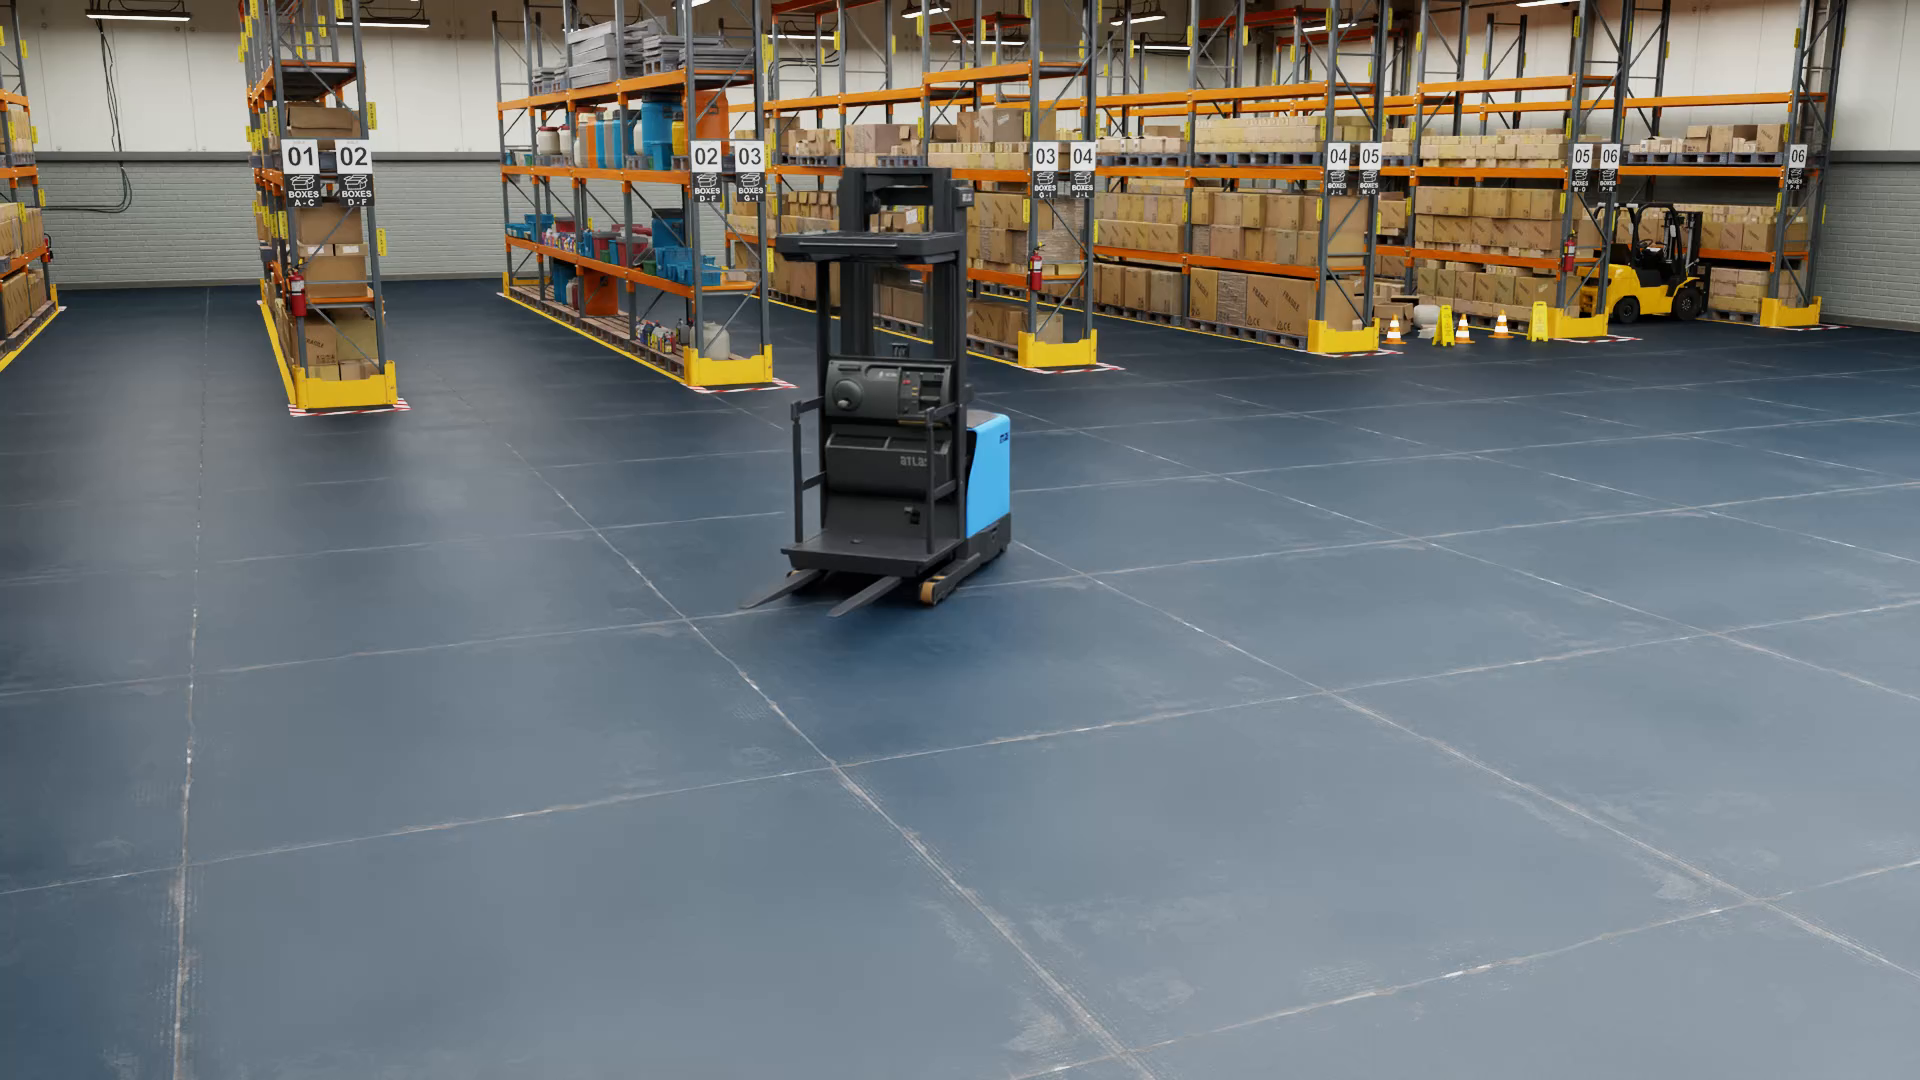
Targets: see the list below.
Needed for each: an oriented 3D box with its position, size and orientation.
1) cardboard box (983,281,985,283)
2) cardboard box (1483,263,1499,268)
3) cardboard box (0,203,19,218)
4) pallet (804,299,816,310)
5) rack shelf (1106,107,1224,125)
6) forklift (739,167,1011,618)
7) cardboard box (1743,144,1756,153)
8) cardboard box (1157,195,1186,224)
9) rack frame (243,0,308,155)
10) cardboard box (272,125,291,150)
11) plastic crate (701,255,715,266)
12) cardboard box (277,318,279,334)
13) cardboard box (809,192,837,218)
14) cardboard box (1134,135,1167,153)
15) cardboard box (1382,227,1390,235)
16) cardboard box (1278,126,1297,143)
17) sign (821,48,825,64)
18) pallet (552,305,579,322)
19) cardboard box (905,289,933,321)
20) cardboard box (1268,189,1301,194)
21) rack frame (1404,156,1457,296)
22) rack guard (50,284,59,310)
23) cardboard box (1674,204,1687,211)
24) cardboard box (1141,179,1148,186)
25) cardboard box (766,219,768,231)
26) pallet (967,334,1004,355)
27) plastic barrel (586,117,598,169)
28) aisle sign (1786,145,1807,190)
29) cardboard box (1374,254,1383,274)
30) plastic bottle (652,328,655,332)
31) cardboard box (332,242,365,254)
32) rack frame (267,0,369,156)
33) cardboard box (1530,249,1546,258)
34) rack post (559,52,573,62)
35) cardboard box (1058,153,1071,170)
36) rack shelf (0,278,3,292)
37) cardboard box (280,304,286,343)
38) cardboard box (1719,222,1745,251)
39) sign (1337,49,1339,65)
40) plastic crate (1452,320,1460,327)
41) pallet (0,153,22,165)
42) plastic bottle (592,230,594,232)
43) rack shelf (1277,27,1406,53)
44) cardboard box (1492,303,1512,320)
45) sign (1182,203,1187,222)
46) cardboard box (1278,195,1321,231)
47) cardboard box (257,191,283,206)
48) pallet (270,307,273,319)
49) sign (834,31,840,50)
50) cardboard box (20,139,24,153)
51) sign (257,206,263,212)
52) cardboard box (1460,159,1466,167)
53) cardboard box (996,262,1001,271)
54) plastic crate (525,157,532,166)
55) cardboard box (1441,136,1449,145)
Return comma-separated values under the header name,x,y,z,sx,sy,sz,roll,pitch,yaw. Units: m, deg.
name,x,y,z,sx,sy,sz,roll,pitch,yaw
cardboard box,0.749,-5.873,37.484,0.380,0.149,0.250,-5,14,-21
cardboard box,12.127,-5.954,36.779,0.875,0.625,0.625,-5,14,-21
cardboard box,-16.533,-5.672,28.635,0.500,0.250,0.500,-5,14,-22
pallet,-2.468,-4.755,33.447,1.003,0.211,1.213,-6,14,-23
rack shelf,4.940,-10.204,39.986,1.077,0.370,4.000,-6,14,-23
forklift,-0.578,-1.080,11.537,1.130,2.935,3.031,5,14,19
cardboard box,14.484,-7.120,30.232,0.380,0.149,0.250,-6,14,-25
cardboard box,4.039,-6.037,30.363,0.700,0.500,0.500,-6,14,-24
rack frame,-12.417,-8.547,30.344,1.000,3.000,0.127,-6,14,-23
cardboard box,-8.536,-5.165,21.339,0.500,0.311,0.500,-4,14,-16
plastic crate,-3.981,-4.142,24.944,0.499,0.251,0.616,-6,14,-23
cardboard box,-10.672,-3.425,26.682,0.500,0.250,0.500,-6,14,-25
cardboard box,-2.548,-6.655,33.026,0.797,0.503,0.637,-5,14,-21
cardboard box,3.547,-7.307,30.679,0.500,0.311,0.500,-6,14,-25
cardboard box,8.397,-5.981,32.184,0.380,0.149,0.250,-6,14,-25
cardboard box,5.401,-6.432,26.378,0.500,0.250,0.500,-6,14,-23
sign,-2.847,-9.987,34.315,0.100,0.325,0.005,-6,14,-23
pallet,-7.114,-4.297,31.469,1.003,0.211,1.213,-6,14,-23
cardboard box,-0.534,-4.092,28.964,0.700,0.500,0.500,-6,14,-23
cardboard box,6.897,-7.206,35.415,0.500,0.500,0.500,-6,14,-24
rack frame,8.946,-5.761,31.609,1.000,3.000,0.127,-6,14,-23
rack guard,-18.567,-4.790,32.958,1.175,0.500,0.348,-6,14,-23
cardboard box,13.937,-6.368,31.912,0.380,0.149,0.250,-6,14,-23
cardboard box,4.610,-8.670,40.298,0.380,0.149,0.250,-6,14,-24
cardboard box,-3.966,-6.765,35.619,0.500,0.250,0.500,-5,14,-21
pallet,0.660,-3.119,26.380,1.003,0.211,1.213,-6,14,-23
plastic barrel,-5.883,-6.591,27.591,0.600,0.830,0.708,-6,14,-23
aisle sign,14.852,-6.610,29.513,0.394,0.787,0.004,-6,14,-23
cardboard box,10.275,-6.729,40.406,0.500,0.500,0.500,-5,14,-21
plastic bottle,-4.561,-3.033,24.899,0.097,0.271,0.097,0,13,0
cardboard box,-7.678,-3.665,20.893,0.380,0.149,0.250,-6,14,-24
rack frame,-7.610,-6.068,19.632,1.000,3.000,0.127,-6,14,-23
cardboard box,9.999,-4.913,28.500,0.380,0.149,0.250,-6,14,-24
rack post,-6.677,-8.571,29.302,0.624,0.289,0.986,-6,14,-23
cardboard box,1.512,-5.551,24.381,0.500,0.250,0.500,-5,14,-21
rack shelf,-14.551,-3.586,23.809,1.077,0.370,4.000,-6,14,-23
cardboard box,-9.314,-3.078,23.521,0.500,0.500,0.500,-6,14,-23
cardboard box,14.458,-5.618,30.771,0.500,0.500,0.500,-5,14,-21
sign,7.837,-10.055,34.610,0.100,0.325,0.005,-6,14,-23
plastic crate,8.823,-3.940,30.217,0.402,0.080,0.583,-12,18,-42
pallet,-17.273,-6.765,29.490,1.003,0.211,1.213,-6,14,-23
plastic bottle,-6.853,-5.618,31.100,0.144,0.351,0.185,-6,14,-23
rack shelf,9.487,-12.468,41.506,1.077,0.370,4.000,-6,14,-23
cardboard box,9.778,-4.050,29.383,0.500,0.250,0.500,-6,14,-23
sign,3.957,-5.768,29.245,0.100,0.325,0.005,-6,14,-23
cardboard box,5.635,-5.251,26.679,0.875,0.550,0.550,-6,14,-23
cardboard box,-13.867,-6.764,33.504,0.500,0.500,0.500,-5,14,-22
pallet,-12.692,-4.408,31.948,1.003,0.211,1.213,-6,14,-23
sign,-2.244,-9.096,30.293,0.100,0.325,0.005,-6,14,-23
cardboard box,-17.393,-7.197,30.339,0.500,0.250,0.500,-6,14,-25
sign,-12.911,-5.996,30.704,0.100,0.325,0.005,-6,14,-23
cardboard box,9.261,-6.802,30.010,0.380,0.149,0.250,-6,14,-25
cardboard box,0.770,-4.165,25.268,0.380,0.149,0.250,-6,14,-23
plastic crate,-8.324,-7.490,32.896,0.450,0.188,0.662,-6,14,-23
cardboard box,9.001,-7.287,30.341,0.380,0.149,0.250,-6,14,-25
